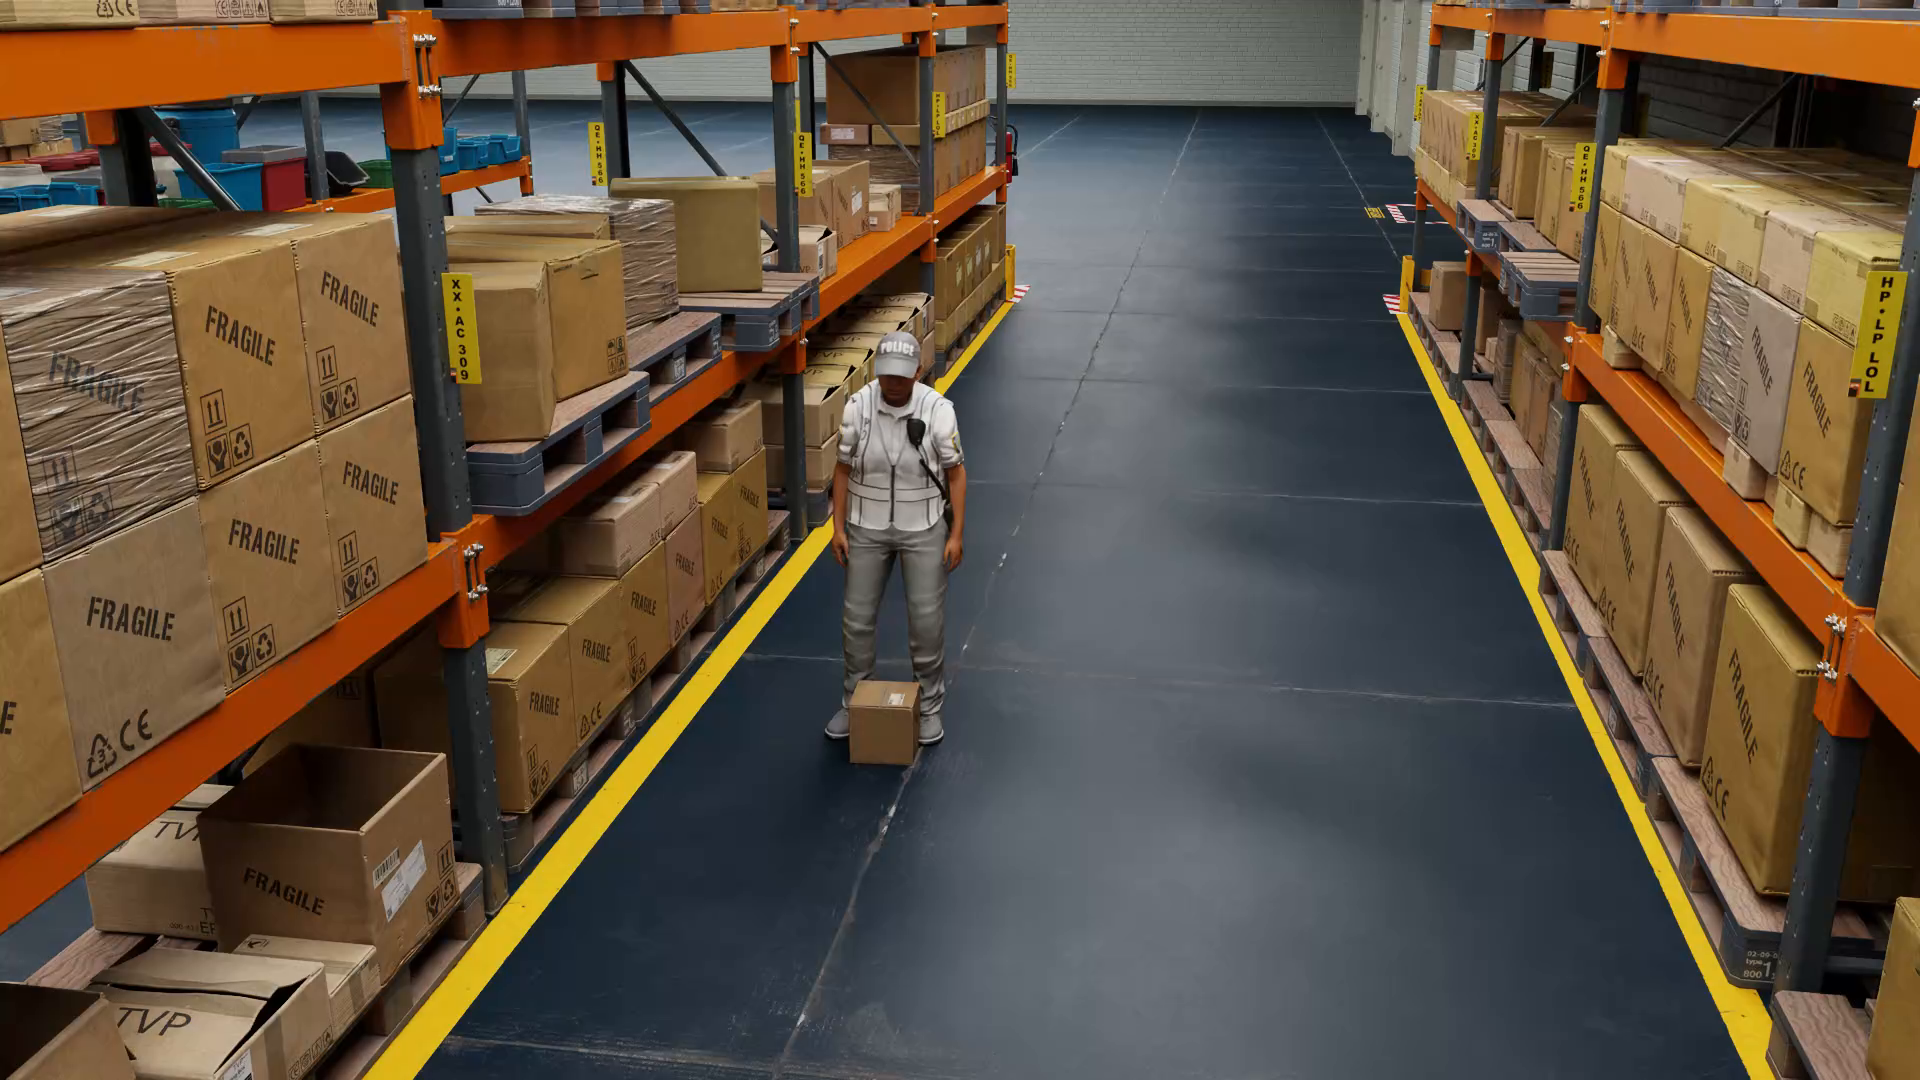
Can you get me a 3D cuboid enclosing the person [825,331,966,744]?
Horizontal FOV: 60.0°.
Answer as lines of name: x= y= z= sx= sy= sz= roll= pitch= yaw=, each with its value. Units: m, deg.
person: x=-0.260 y=-0.016 z=6.590 sx=0.563 sy=1.667 sz=0.463 roll=2 pitch=18 yaw=7
